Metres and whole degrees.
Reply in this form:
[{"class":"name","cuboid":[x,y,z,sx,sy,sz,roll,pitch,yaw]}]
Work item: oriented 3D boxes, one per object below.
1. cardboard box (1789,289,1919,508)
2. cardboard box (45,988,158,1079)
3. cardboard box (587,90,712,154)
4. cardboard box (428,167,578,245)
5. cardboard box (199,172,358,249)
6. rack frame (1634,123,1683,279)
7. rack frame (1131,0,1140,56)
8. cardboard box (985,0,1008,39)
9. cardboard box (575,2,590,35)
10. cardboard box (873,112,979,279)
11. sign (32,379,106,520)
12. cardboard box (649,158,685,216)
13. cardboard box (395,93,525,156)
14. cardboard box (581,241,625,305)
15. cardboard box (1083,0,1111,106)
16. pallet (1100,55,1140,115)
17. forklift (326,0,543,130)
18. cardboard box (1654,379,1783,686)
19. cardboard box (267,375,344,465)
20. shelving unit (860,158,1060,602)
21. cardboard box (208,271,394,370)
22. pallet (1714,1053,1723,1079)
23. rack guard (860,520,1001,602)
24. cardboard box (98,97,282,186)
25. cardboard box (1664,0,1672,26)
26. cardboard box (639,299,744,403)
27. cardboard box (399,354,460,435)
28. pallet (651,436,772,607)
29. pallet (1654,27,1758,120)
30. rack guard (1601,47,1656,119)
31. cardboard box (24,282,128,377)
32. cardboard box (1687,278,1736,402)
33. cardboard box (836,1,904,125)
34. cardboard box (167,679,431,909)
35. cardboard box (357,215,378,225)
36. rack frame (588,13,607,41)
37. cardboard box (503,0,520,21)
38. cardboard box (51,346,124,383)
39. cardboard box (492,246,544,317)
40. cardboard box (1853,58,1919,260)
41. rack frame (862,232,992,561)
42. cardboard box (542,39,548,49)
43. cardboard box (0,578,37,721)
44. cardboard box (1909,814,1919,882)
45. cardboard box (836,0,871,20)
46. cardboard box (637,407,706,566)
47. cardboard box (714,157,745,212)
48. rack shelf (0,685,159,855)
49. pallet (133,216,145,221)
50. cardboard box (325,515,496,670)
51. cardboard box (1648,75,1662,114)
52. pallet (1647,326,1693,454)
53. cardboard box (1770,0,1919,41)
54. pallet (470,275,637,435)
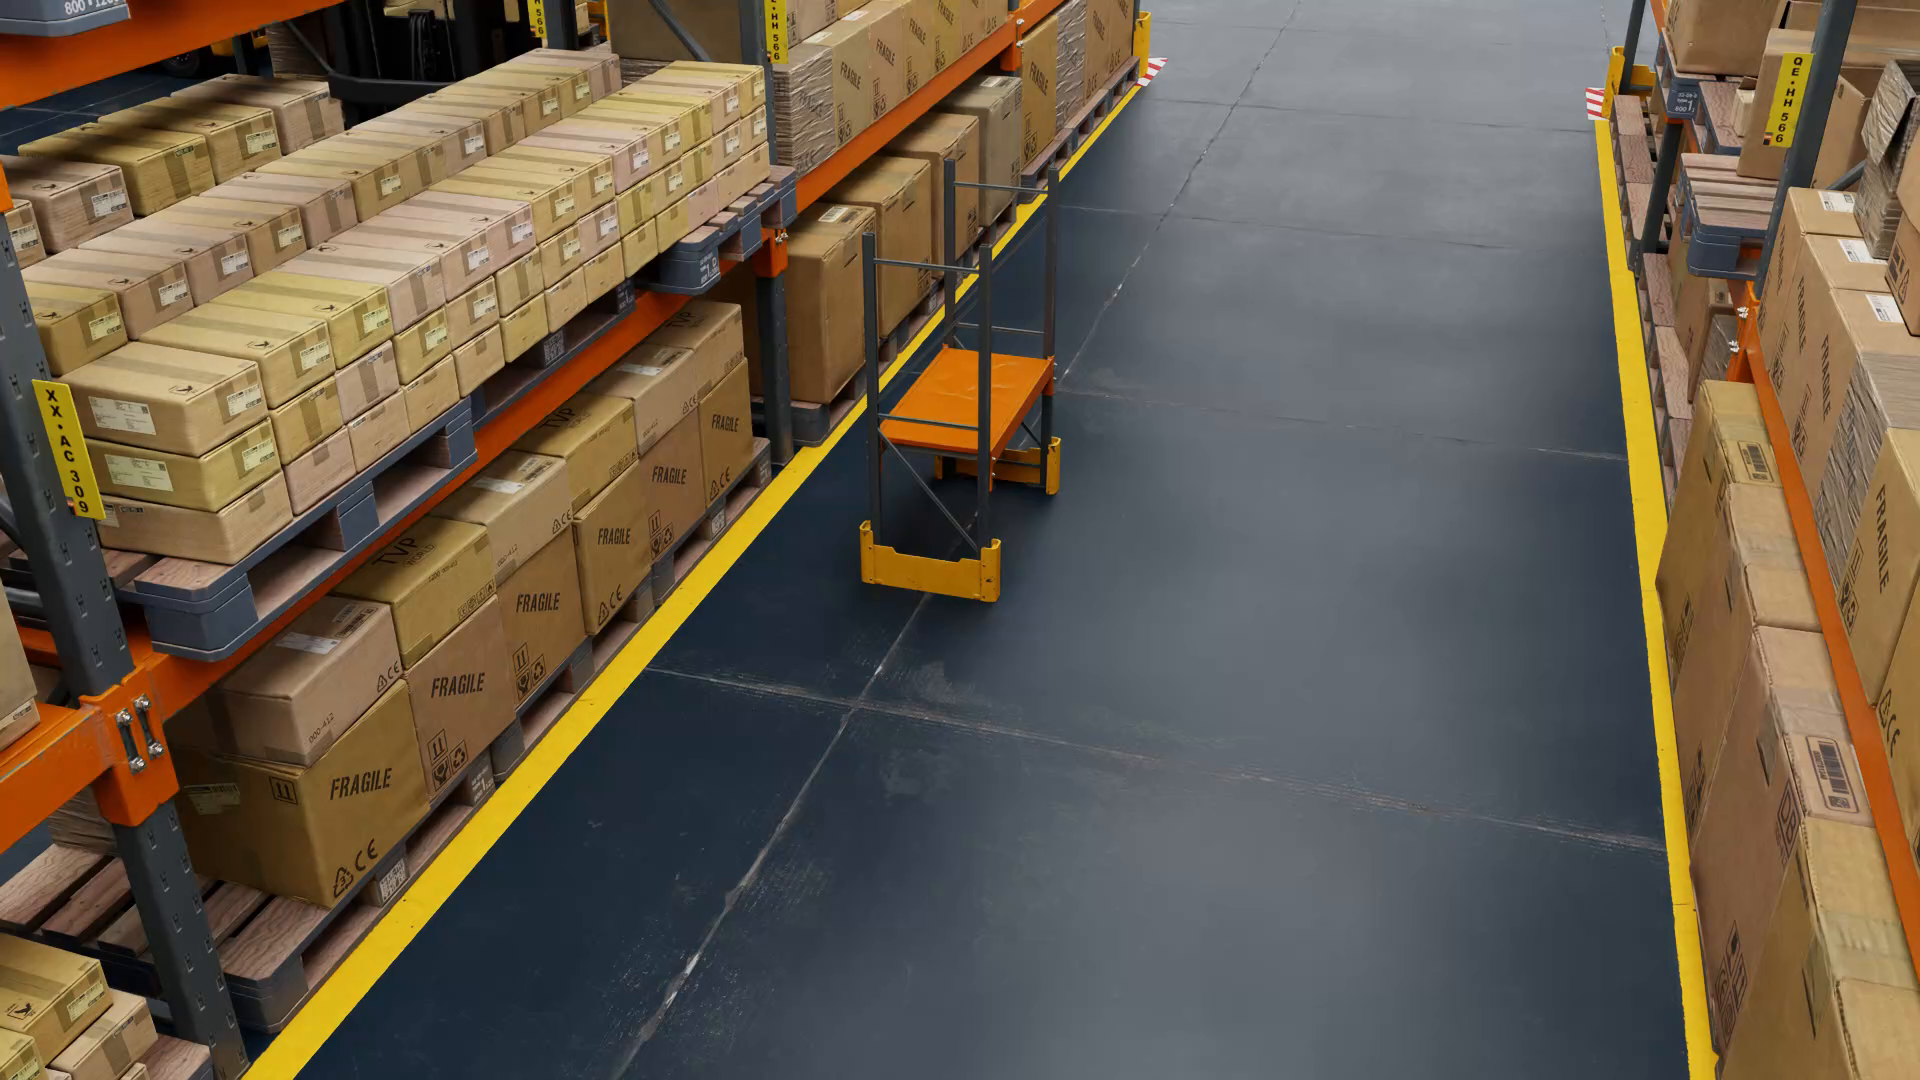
[{"class":"cardboard box","cuboid":[2.723,-0.372,4.730,0.500,0.500,0.500,8,30,14]},{"class":"cardboard box","cuboid":[-2.252,1.234,4.140,0.380,0.149,0.250,9,30,16]},{"class":"cardboard box","cuboid":[-1.148,-1.551,6.167,0.380,0.149,0.250,9,30,16]},{"class":"cardboard box","cuboid":[-1.454,-1.068,5.298,0.380,0.149,0.250,9,30,16]},{"class":"cardboard box","cuboid":[-2.149,-1.043,5.255,0.380,0.149,0.250,7,30,13]},{"class":"rack frame","cuboid":[4.596,-2.853,9.293,1.000,3.000,0.127,8,30,15]},{"class":"rack frame","cuboid":[1.059,-5.466,13.991,1.000,3.000,0.127,8,30,15]},{"class":"cardboard box","cuboid":[-0.013,-3.371,10.121,0.500,0.500,0.500,8,30,15]},{"class":"cardboard box","cuboid":[-3.690,-4.683,14.978,0.500,0.250,0.500,8,30,15]},{"class":"cardboard box","cuboid":[-0.498,-2.059,9.748,1.050,0.750,0.750,8,30,15]},{"class":"sign","cuboid":[-1.943,-0.194,3.623,0.100,0.325,0.005,8,30,15]},{"class":"cardboard box","cuboid":[-1.225,-1.295,6.012,0.380,0.149,0.250,9,30,15]},{"class":"cardboard box","cuboid":[-1.841,-1.534,6.136,0.380,0.149,0.250,7,30,13]},{"class":"cardboard box","cuboid":[-1.376,-0.932,5.667,0.380,0.149,0.250,9,30,16]},{"class":"cardboard box","cuboid":[0.667,-3.988,13.086,0.875,0.875,0.875,8,30,14]},{"class":"pallet","cuboid":[0.899,-3.865,13.981,1.003,0.211,1.213,8,30,15]},{"class":"forklift","cuboid":[-2.762,-2.830,9.322,1.130,2.935,3.031,5,30,10]},{"class":"cardboard box","cuboid":[3.200,0.069,5.794,1.225,0.875,0.875,7,30,13]},{"class":"cardboard box","cuboid":[-1.834,-0.332,4.281,0.380,0.149,0.250,8,30,14]},{"class":"shelving unit","cuboid":[0.022,-0.691,6.949,0.587,1.500,1.083,8,30,15]},{"class":"cardboard box","cuboid":[-1.755,-0.590,4.440,0.380,0.149,0.250,9,30,15]},{"class":"pallet","cuboid":[2.403,1.714,3.951,1.003,0.211,1.213,8,30,15]},{"class":"rack guard","cuboid":[-0.124,0.087,6.837,0.587,0.250,0.087,8,30,15]},{"class":"cardboard box","cuboid":[-5.236,-2.723,11.331,0.950,0.372,0.625,10,31,18]},{"class":"cardboard box","cuboid":[4.559,-3.239,10.246,0.380,0.149,0.250,8,30,15]},{"class":"cardboard box","cuboid":[-1.240,-0.812,6.993,0.500,0.250,0.500,8,30,14]},{"class":"cardboard box","cuboid":[-1.681,-0.443,4.787,0.380,0.149,0.250,9,30,15]},{"class":"pallet","cuboid":[-1.520,-0.167,7.333,1.003,0.211,1.213,8,30,15]},{"class":"pallet","cuboid":[4.233,-2.435,8.738,1.003,0.211,1.213,8,30,15]},{"class":"rack guard","cuboid":[5.748,-3.584,13.178,1.175,0.500,0.348,8,30,15]},{"class":"cardboard box","cuboid":[-2.454,-0.563,4.391,0.380,0.149,0.250,8,30,13]},{"class":"cardboard box","cuboid":[3.910,-0.932,7.959,0.700,0.500,0.500,11,31,19]},{"class":"cardboard box","cuboid":[-0.605,-2.433,8.436,0.500,0.500,0.500,8,30,15]},{"class":"cardboard box","cuboid":[-1.993,0.713,5.021,0.500,0.500,0.500,10,31,17]},{"class":"cardboard box","cuboid":[-2.075,-1.032,5.540,0.380,0.149,0.250,10,30,17]},{"class":"rack frame","cuboid":[-3.703,-6.126,15.176,1.000,3.000,0.127,8,30,15]},{"class":"cardboard box","cuboid":[-3.994,-4.549,13.968,0.500,0.500,0.500,8,30,14]},{"class":"cardboard box","cuboid":[-2.459,-0.429,4.456,0.380,0.149,0.250,9,30,15]},{"class":"cardboard box","cuboid":[-1.528,-0.821,5.161,0.380,0.149,0.250,8,30,14]},{"class":"cardboard box","cuboid":[3.192,-1.139,5.076,0.797,0.503,0.637,10,30,17]},{"class":"rack frame","cuboid":[-0.124,-0.459,6.532,0.500,1.500,0.032,8,30,15]},{"class":"cardboard box","cuboid":[-3.167,-3.265,11.827,0.500,0.500,0.500,8,30,15]},{"class":"cardboard box","cuboid":[-2.336,0.202,3.393,0.500,0.500,0.500,9,30,15]},{"class":"cardboard box","cuboid":[2.124,0.565,3.046,0.500,0.500,0.500,9,30,15]},{"class":"cardboard box","cuboid":[-0.853,-2.910,8.265,0.700,0.500,0.500,8,30,14]},{"class":"cardboard box","cuboid":[-1.389,-0.256,6.764,0.500,0.500,0.500,10,31,17]},{"class":"cardboard box","cuboid":[-1.070,-1.412,6.530,0.380,0.149,0.250,8,30,15]},{"class":"rack shelf","cuboid":[-3.051,1.354,2.470,1.077,0.370,4.000,8,30,15]},{"class":"pallet","cuboid":[-5.460,-2.118,10.839,1.003,0.211,1.213,8,30,15]},{"class":"cardboard box","cuboid":[-1.840,0.138,5.285,0.500,0.250,0.500,9,30,16]},{"class":"cardboard box","cuboid":[5.571,-3.515,12.623,0.500,0.500,0.500,14,32,24]},{"class":"pallet","cuboid":[4.013,-0.703,8.297,1.003,0.211,1.213,8,30,15]},{"class":"cardboard box","cuboid":[4.176,-2.263,7.694,0.797,0.503,0.637,12,31,20]},{"class":"pallet","cuboid":[-1.831,-0.739,5.690,1.003,0.211,1.213,8,30,15]}]
